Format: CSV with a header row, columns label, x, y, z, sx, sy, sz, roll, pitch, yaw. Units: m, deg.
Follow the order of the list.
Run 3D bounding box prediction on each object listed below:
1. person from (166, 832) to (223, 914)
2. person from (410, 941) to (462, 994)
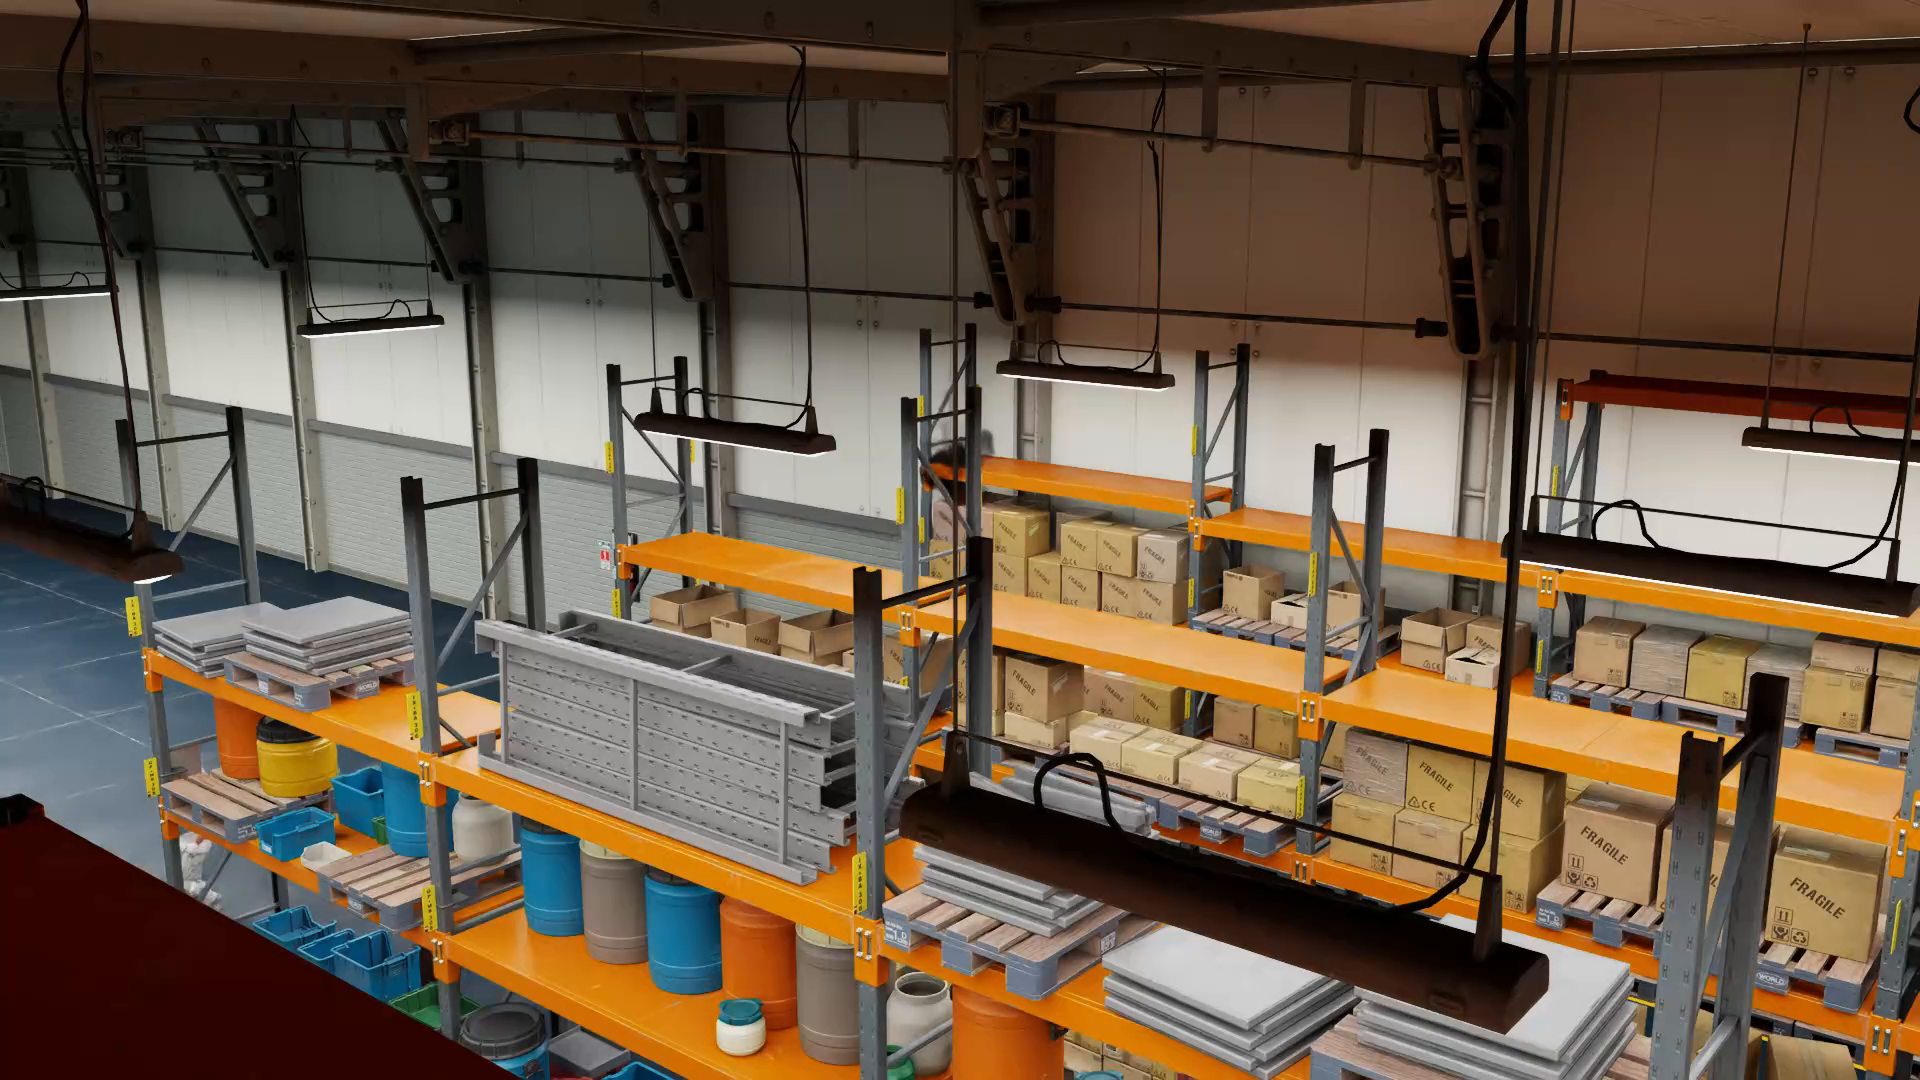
label,x,y,z,sx,sy,sz,roll,pitch,yaw
person,-8.211,3.289,17.743,0.519,1.742,0.669,-5,13,-19
person,-4.813,3.923,15.273,0.809,1.641,0.699,9,16,36
